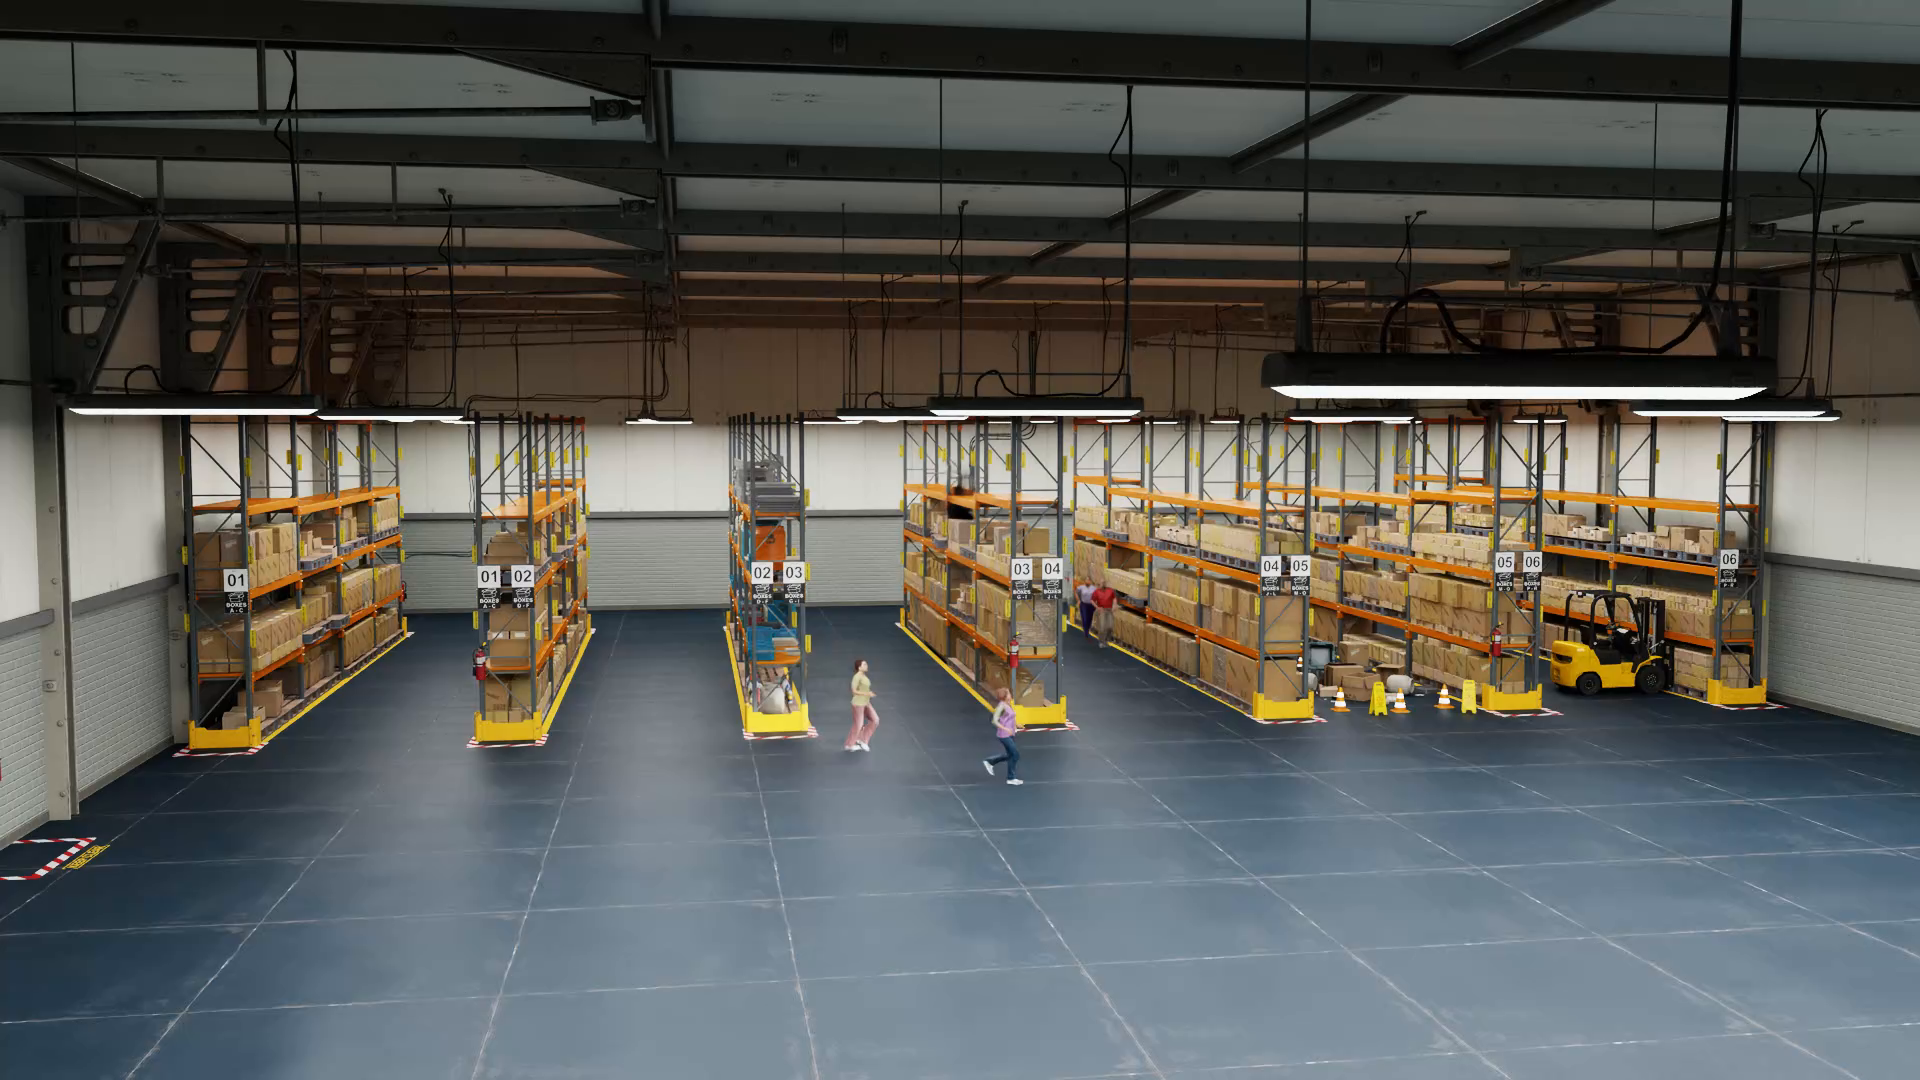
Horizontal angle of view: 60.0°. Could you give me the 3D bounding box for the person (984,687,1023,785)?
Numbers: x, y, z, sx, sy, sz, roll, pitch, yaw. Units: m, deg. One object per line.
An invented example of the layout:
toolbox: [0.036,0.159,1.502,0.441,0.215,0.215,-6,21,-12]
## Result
person: [0.687,3.135,26.627,0.680,1.549,0.542,1,4,17]

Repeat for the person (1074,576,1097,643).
person: [3.253,1.760,42.394,0.607,1.664,0.850,-1,4,-11]

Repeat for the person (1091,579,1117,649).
person: [3.564,1.829,40.891,0.674,1.741,0.541,-1,4,-8]

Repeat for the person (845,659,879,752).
person: [-1.737,2.913,29.203,0.649,1.665,0.577,2,4,24]

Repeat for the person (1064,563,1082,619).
person: [3.503,1.463,49.698,0.864,1.796,0.675,0,4,-7]
